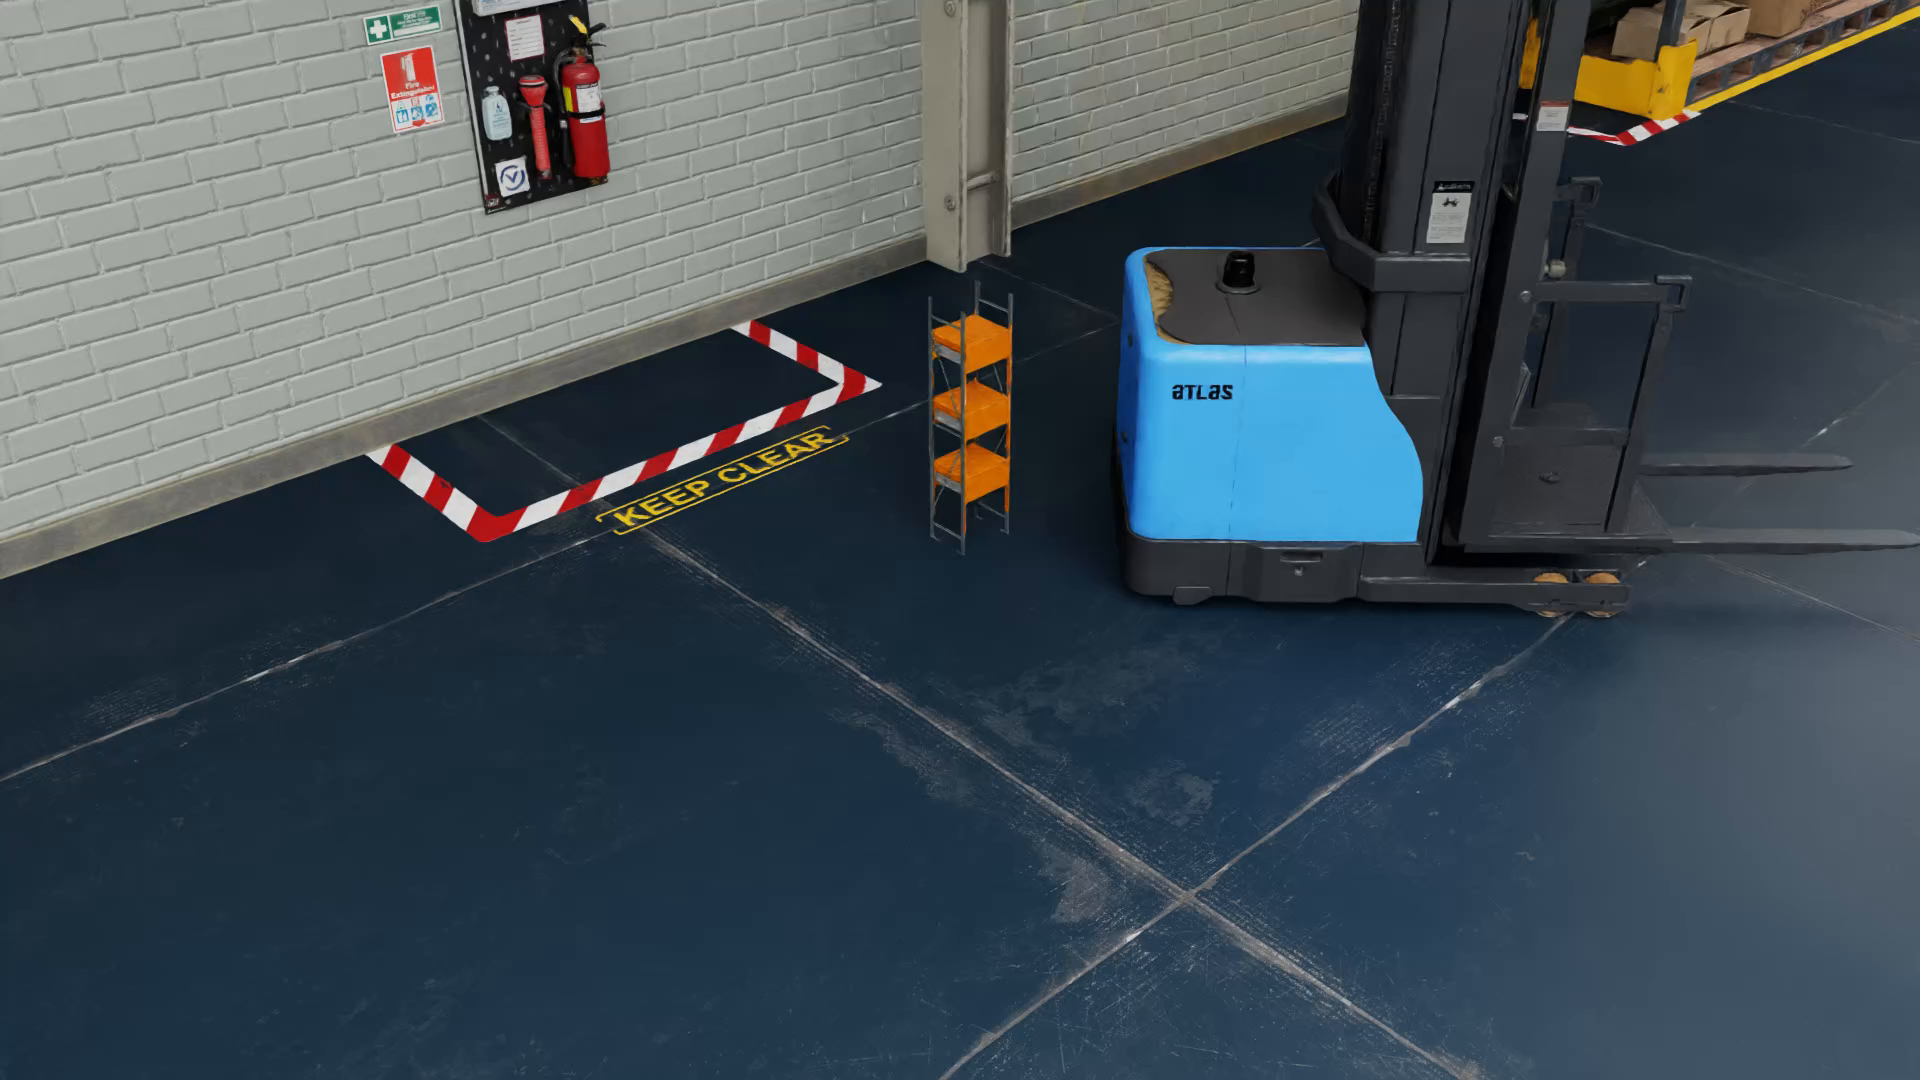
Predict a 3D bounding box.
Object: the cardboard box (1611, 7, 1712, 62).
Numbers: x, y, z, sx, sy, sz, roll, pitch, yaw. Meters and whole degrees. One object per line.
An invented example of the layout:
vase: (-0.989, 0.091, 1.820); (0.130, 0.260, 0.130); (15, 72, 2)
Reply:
cardboard box: (5.086, -3.676, 12.042); (0.500, 0.311, 0.500); (24, 39, 34)

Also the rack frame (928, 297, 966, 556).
rack frame: (-0.050, -0.424, 6.436); (0.008, 1.050, 0.200); (-26, 40, -35)

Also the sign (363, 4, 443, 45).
sign: (-2.262, -2.097, 6.761); (0.331, 0.109, 0.001); (-26, 40, -35)

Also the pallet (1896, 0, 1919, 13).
pallet: (8.020, -4.931, 14.611); (1.213, 0.211, 1.003); (-26, 40, -35)

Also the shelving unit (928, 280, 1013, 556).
shelving unit: (0.039, -0.467, 6.507); (0.252, 1.050, 0.215); (-26, 40, -35)

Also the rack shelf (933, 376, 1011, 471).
rack shelf: (0.039, -0.458, 6.513); (0.240, 0.259, 0.215); (-26, 40, -35)

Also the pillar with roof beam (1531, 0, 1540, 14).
pillar with roof beam: (7.369, -5.917, 7.800); (0.400, 9.000, 9.100); (-26, 40, -35)

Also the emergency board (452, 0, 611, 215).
emergency board: (-1.795, -2.014, 7.168); (0.643, 1.169, 0.194); (-26, 40, -35)

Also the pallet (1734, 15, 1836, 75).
pallet: (6.087, -3.967, 13.036); (1.213, 0.211, 1.003); (-26, 40, -35)

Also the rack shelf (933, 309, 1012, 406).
rack shelf: (0.039, -0.700, 6.365); (0.240, 0.259, 0.215); (-26, 40, -35)

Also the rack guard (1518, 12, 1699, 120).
rack guard: (4.573, -3.385, 11.807); (0.348, 0.500, 1.175); (-26, 40, -35)

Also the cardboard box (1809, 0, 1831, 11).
cardboard box: (6.716, -4.581, 13.341); (0.500, 0.500, 0.500); (26, 40, 35)

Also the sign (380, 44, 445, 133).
sign: (-2.271, -1.872, 6.902); (0.234, 0.329, 0.001); (-26, 40, -35)

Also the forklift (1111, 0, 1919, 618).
forklift: (2.147, -1.238, 5.965); (3.031, 2.935, 1.130); (1, 31, 1)

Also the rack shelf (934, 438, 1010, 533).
rack shelf: (0.039, -0.221, 6.658); (0.240, 0.259, 0.215); (-26, 40, -35)

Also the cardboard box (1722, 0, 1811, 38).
cardboard box: (6.076, -4.200, 12.718); (0.700, 0.500, 0.500); (26, 40, 36)

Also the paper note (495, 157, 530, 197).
paper note: (-1.972, -1.602, 7.338); (0.142, 0.148, 0.016); (-26, 40, -35)

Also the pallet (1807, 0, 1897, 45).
pallet: (6.982, -4.402, 13.747); (1.213, 0.211, 1.003); (-26, 40, -35)

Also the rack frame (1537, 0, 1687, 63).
rack frame: (4.517, -4.425, 11.111); (0.127, 3.000, 1.000); (-26, 40, -35)

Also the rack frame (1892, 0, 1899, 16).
rack frame: (7.450, -5.844, 13.431); (0.127, 3.000, 1.000); (-26, 40, -35)

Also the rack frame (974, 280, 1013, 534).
rack frame: (0.129, -0.510, 6.578); (0.008, 1.050, 0.200); (-26, 40, -35)

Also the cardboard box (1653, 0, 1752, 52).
cardboard box: (5.504, -3.879, 12.373); (0.500, 0.311, 0.500); (-22, 38, -32)

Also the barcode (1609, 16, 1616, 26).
barcode: (4.827, -3.840, 12.301); (0.075, 0.075, 0.001); (-26, 40, -35)

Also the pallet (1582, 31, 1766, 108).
pallet: (5.193, -3.537, 12.331); (1.213, 0.211, 1.003); (-26, 40, -35)

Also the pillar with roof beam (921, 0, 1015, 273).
pillar with roof beam: (2.970, -3.788, 4.319); (0.400, 9.000, 9.100); (-26, 40, -35)
